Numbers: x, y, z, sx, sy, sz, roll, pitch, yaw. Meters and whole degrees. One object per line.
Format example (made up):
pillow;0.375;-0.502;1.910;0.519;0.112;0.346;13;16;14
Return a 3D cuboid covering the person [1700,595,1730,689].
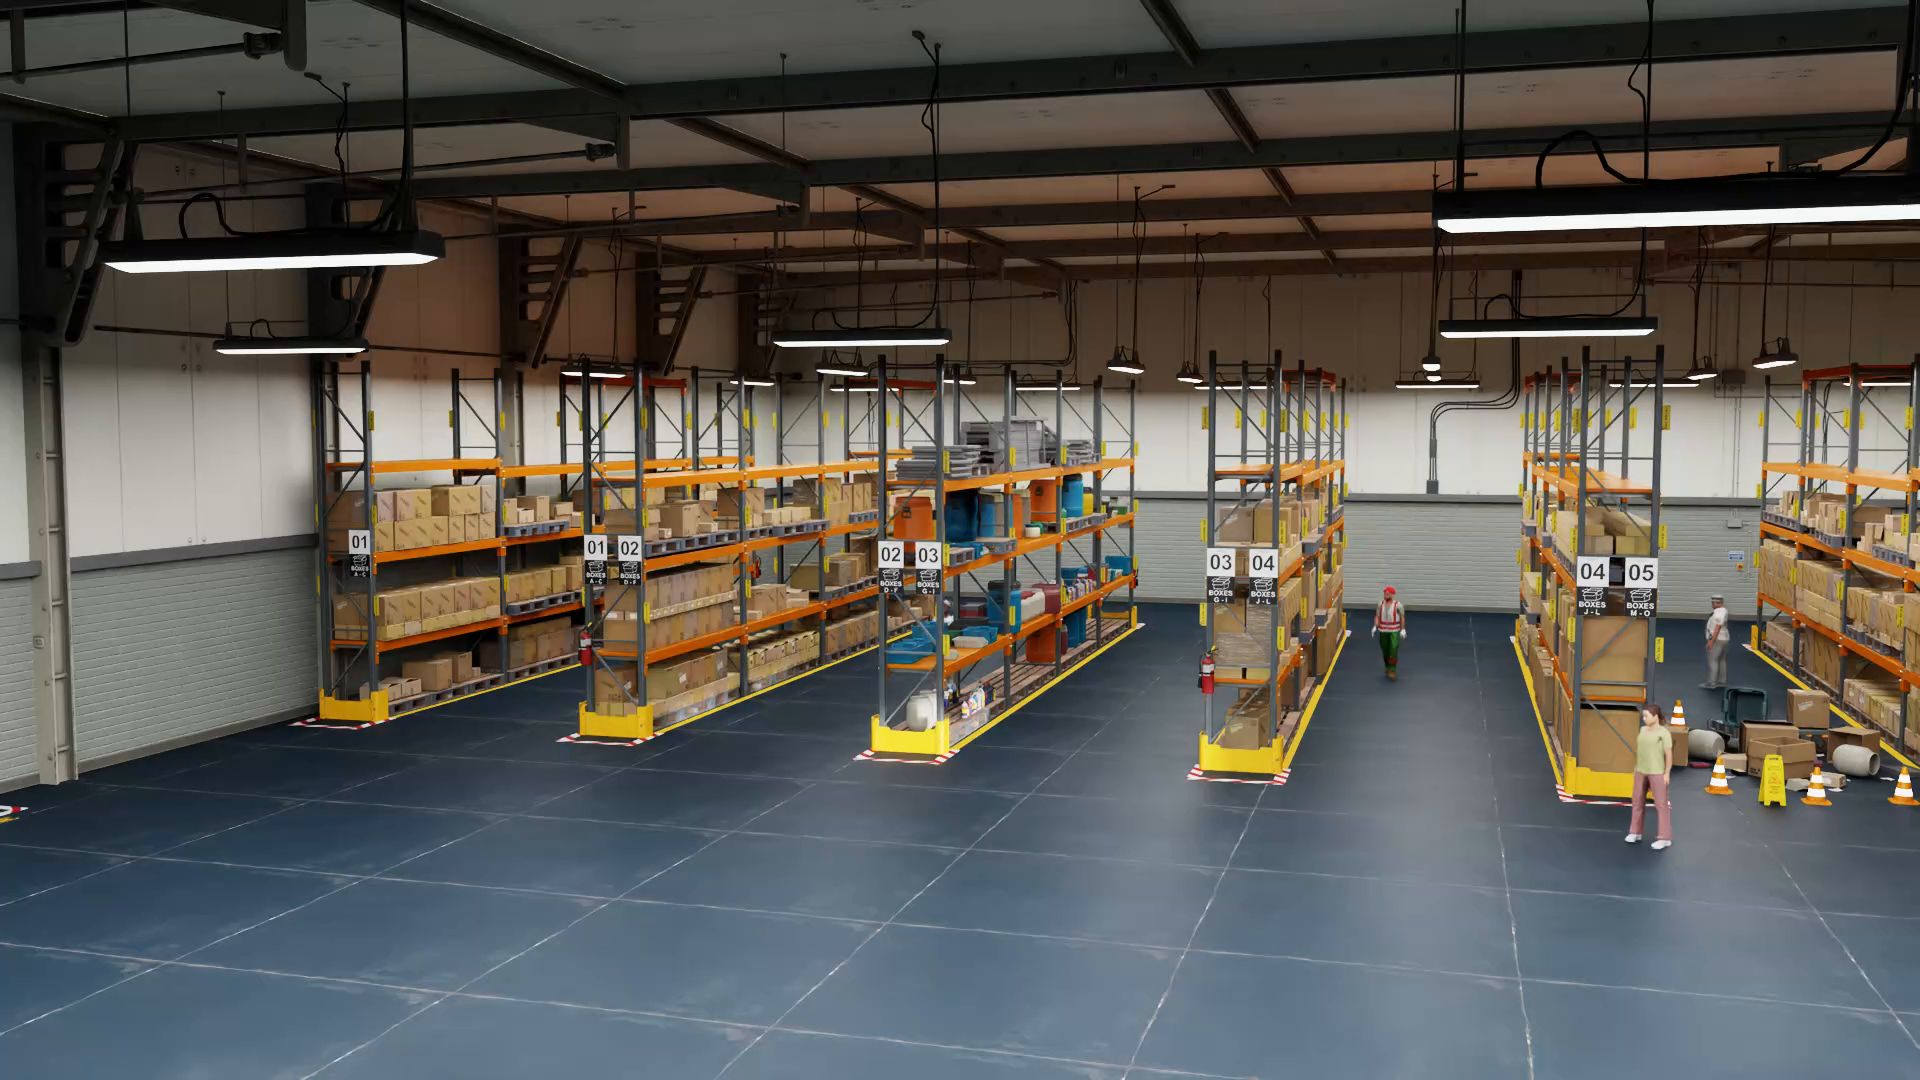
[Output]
person;14.172;1.911;31.185;0.450;1.754;0.627;4;6;43

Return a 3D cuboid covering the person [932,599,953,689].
person;-0.298;1.975;30.137;0.674;1.794;0.438;3;5;40

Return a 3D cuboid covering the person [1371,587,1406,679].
person;8.356;1.781;32.431;0.634;1.734;0.978;2;4;22

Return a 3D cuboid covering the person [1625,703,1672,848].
person;8.135;2.757;19.630;0.422;1.676;0.524;-2;5;-31
